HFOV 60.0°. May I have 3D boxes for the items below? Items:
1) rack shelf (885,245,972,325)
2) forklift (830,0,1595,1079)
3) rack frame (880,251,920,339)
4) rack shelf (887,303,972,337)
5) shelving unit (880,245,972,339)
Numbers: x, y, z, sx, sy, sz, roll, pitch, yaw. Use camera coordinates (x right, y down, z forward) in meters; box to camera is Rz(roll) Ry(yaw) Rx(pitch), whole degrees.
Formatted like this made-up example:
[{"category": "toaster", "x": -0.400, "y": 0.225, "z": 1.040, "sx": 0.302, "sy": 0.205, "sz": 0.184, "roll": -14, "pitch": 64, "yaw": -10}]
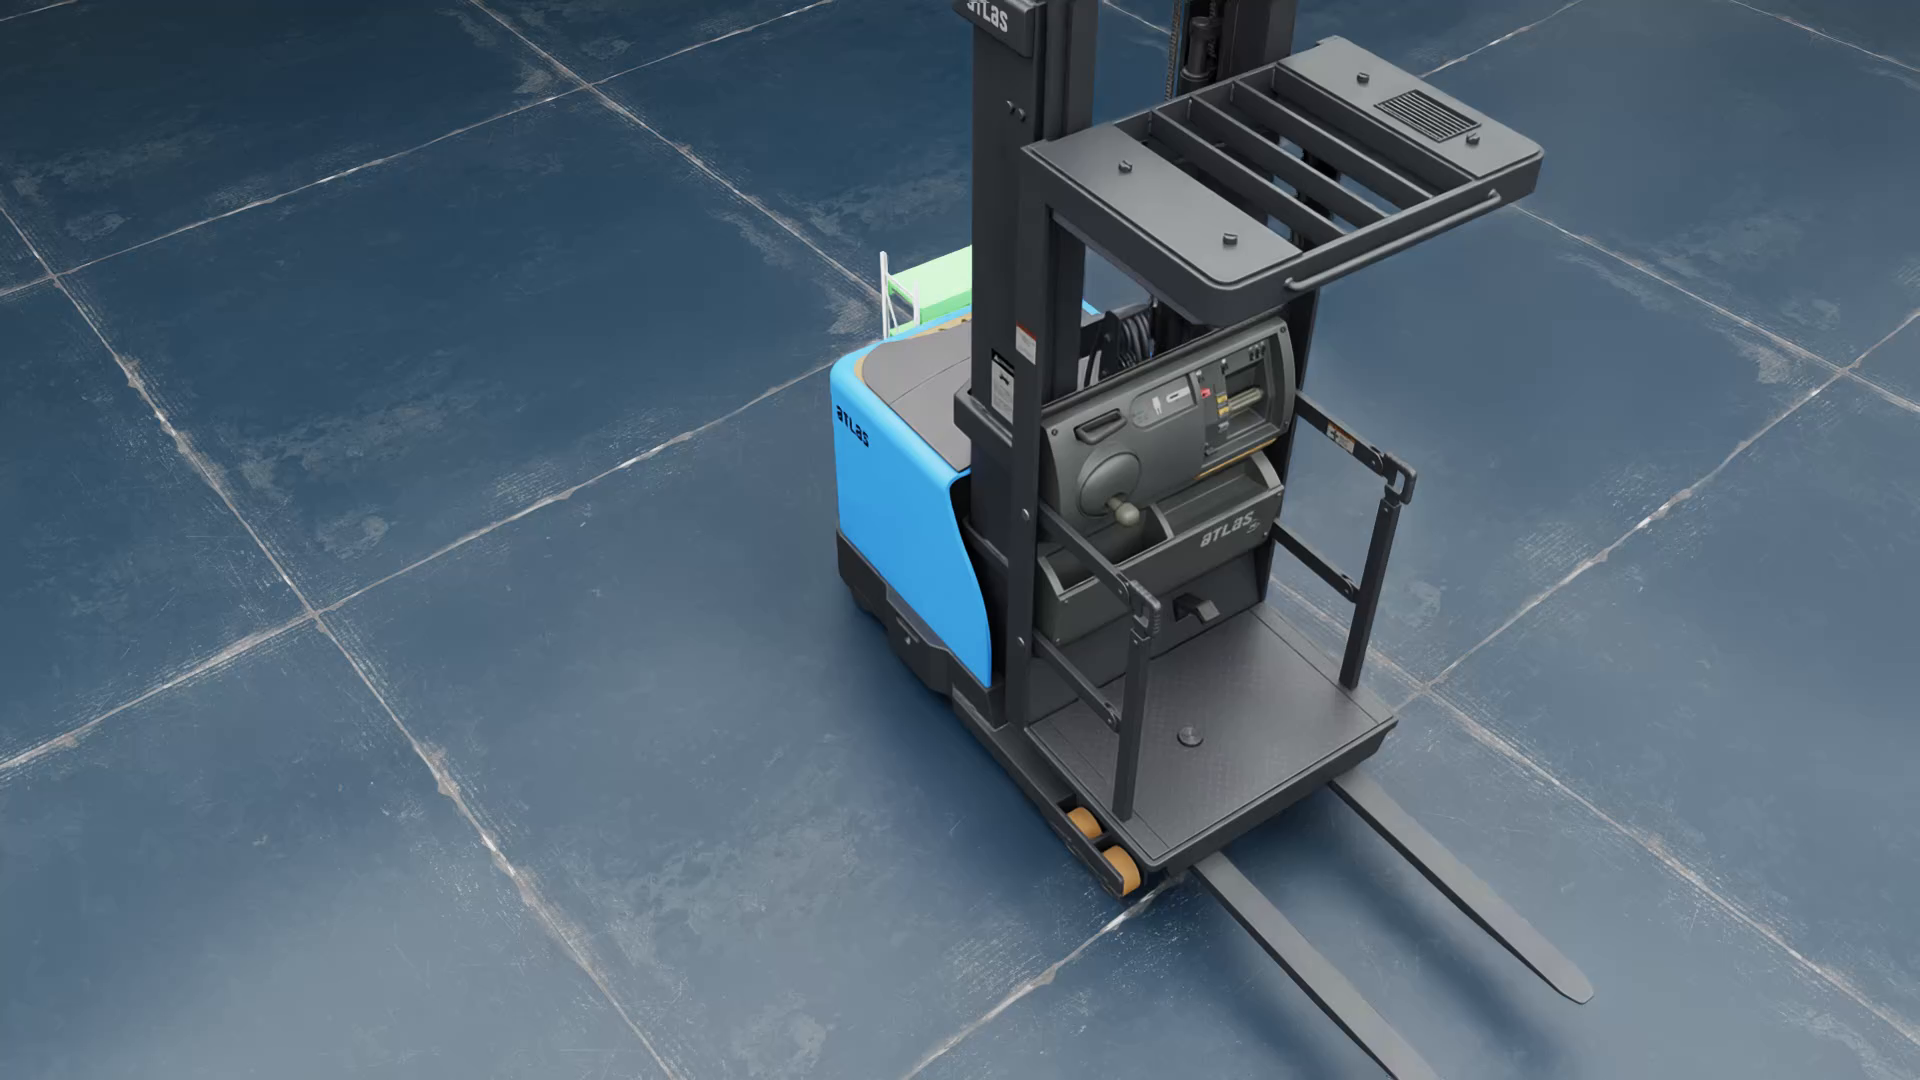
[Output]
[{"category": "rack shelf", "x": -0.018, "y": -0.954, "z": 6.281, "sx": 0.480, "sy": 0.148, "sz": 0.258, "roll": -25, "pitch": 49, "yaw": -24}, {"category": "forklift", "x": 0.771, "y": -0.271, "z": 4.897, "sx": 1.130, "sy": 2.935, "sz": 3.031, "roll": -25, "pitch": 49, "yaw": -24}, {"category": "rack frame", "x": -0.219, "y": -0.556, "z": 6.465, "sx": 0.015, "sy": 1.200, "sz": 0.240, "roll": -25, "pitch": 49, "yaw": -24}, {"category": "rack shelf", "x": -0.018, "y": -0.779, "z": 6.445, "sx": 0.480, "sy": 0.148, "sz": 0.258, "roll": -25, "pitch": 49, "yaw": -24}, {"category": "shelving unit", "x": -0.018, "y": -0.650, "z": 6.566, "sx": 0.503, "sy": 1.200, "sz": 0.258, "roll": -25, "pitch": 49, "yaw": -24}]
